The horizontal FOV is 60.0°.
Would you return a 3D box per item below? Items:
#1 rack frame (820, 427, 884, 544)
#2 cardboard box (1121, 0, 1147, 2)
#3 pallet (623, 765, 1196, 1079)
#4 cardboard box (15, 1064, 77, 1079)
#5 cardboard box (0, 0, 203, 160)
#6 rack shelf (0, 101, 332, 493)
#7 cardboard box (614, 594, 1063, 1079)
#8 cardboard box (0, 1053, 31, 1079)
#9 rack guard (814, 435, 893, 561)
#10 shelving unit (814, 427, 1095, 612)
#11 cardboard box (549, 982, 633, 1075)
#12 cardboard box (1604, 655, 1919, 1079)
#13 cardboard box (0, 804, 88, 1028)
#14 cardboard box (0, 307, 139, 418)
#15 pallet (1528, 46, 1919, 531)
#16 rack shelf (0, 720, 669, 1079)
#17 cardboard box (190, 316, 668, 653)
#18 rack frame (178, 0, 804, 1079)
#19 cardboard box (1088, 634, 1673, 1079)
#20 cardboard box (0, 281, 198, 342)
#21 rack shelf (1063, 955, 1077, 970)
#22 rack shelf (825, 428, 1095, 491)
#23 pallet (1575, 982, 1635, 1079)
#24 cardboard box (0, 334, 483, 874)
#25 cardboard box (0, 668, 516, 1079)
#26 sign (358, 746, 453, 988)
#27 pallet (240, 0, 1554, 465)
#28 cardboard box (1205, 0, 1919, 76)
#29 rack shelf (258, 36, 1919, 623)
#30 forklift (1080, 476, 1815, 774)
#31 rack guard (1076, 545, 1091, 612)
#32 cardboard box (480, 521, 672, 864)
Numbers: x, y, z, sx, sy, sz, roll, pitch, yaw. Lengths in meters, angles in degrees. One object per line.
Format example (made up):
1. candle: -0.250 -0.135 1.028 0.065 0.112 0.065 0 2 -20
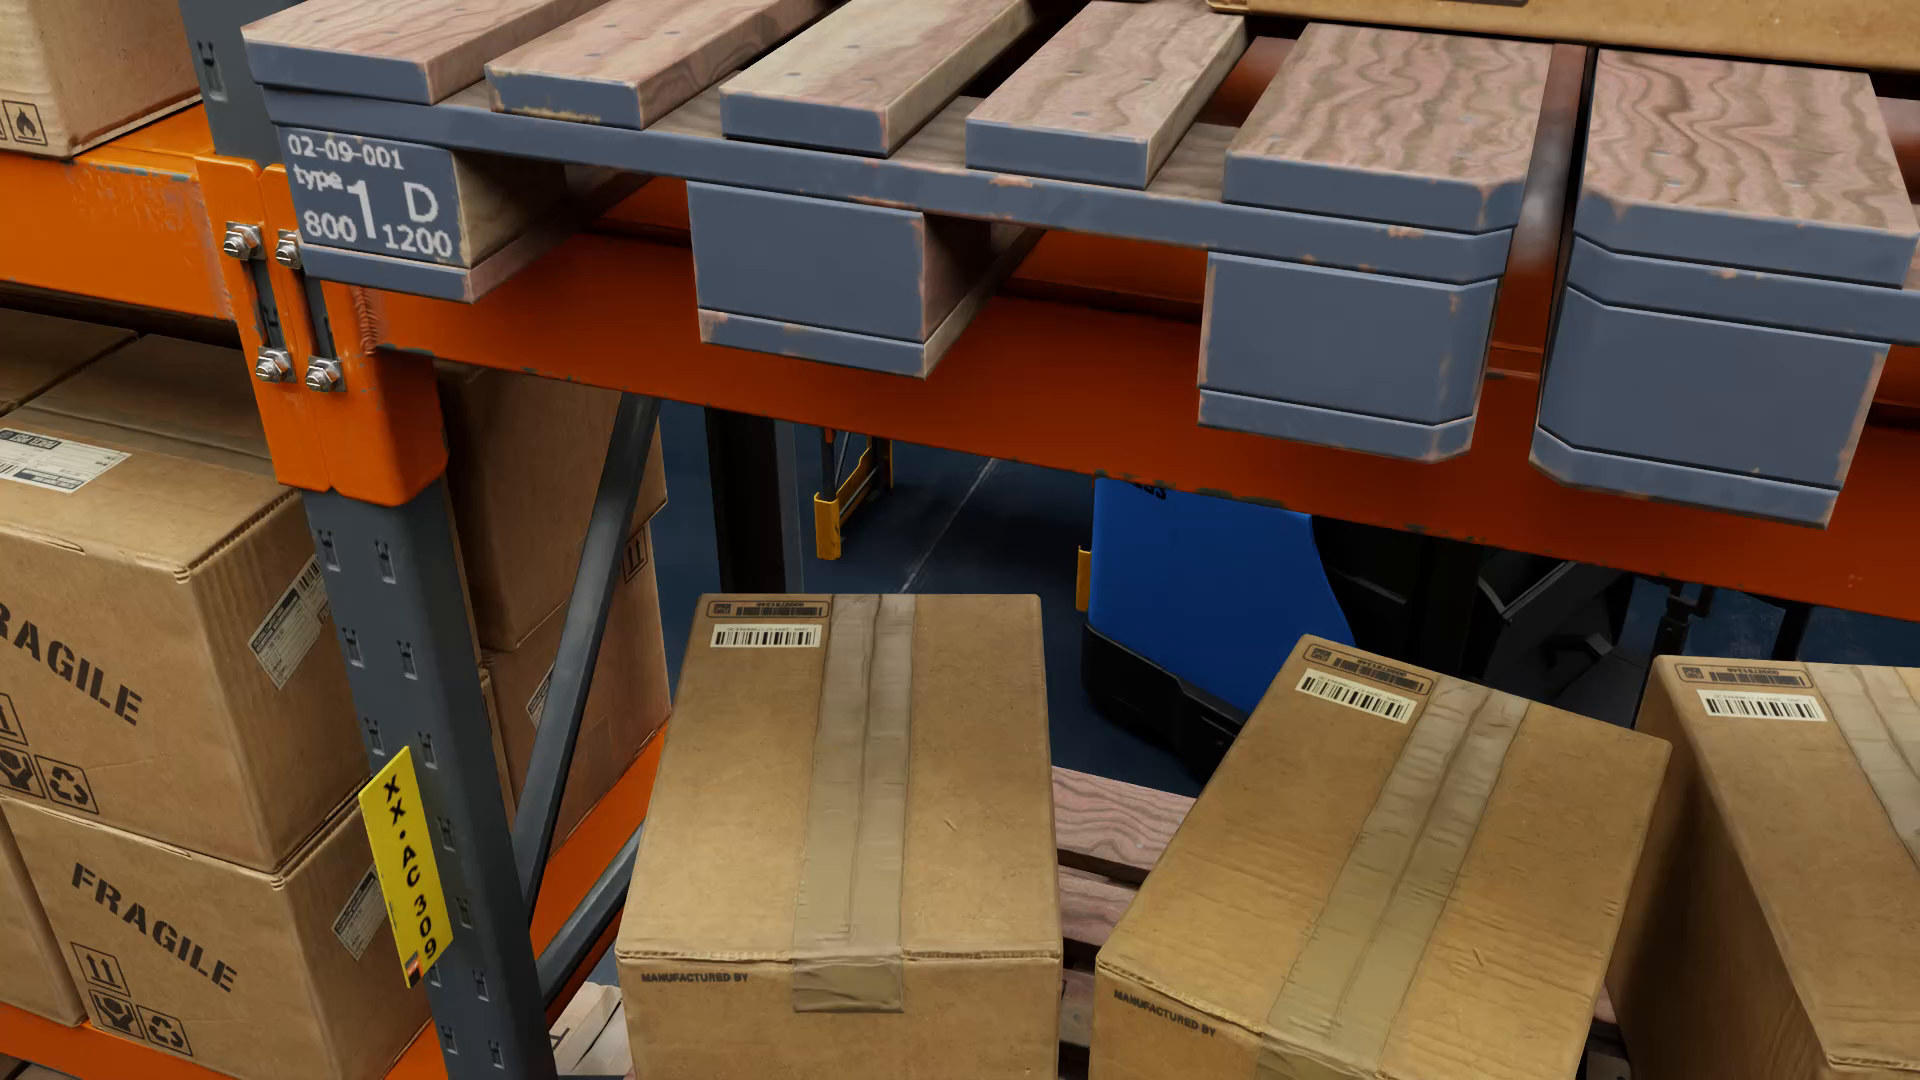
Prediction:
1. rack frame: -0.398 -0.707 5.963 0.032 1.500 0.500 11 34 16
2. cardboard box: -0.055 -0.899 1.539 0.600 0.600 0.600 8 34 12
3. pallet: 0.211 0.775 2.461 1.213 0.211 1.003 11 34 16
4. cardboard box: -1.842 1.340 3.482 0.500 0.311 0.500 11 34 16
5. cardboard box: -1.052 -0.658 1.877 0.500 0.250 0.500 11 34 16
6. rack shelf: -2.387 -0.832 2.671 4.000 0.370 1.077 11 34 16
7. cardboard box: -0.134 0.475 2.270 0.500 0.500 0.700 0 33 0
8. cardboard box: -2.275 1.015 3.808 0.637 0.503 0.797 11 34 16
9. rack guard: -0.397 -0.182 6.302 0.087 0.250 0.587 11 34 16
10. shelving unit: 0.072 -0.616 5.822 1.083 1.500 0.587 11 34 16
11. cardboard box: -0.826 1.250 3.622 0.500 0.311 0.500 11 34 16
12. cardboard box: 1.180 0.566 2.129 0.500 0.500 0.700 3 33 4
13. cardboard box: -1.547 0.396 2.779 0.500 0.500 0.500 12 35 18
14. cardboard box: -1.551 -0.023 2.506 0.500 0.500 0.500 10 34 16
15. pallet: 1.063 -0.346 1.428 1.003 0.211 1.213 11 34 16
16. rack shelf: -2.387 0.428 3.484 4.000 0.370 1.077 11 34 16
17. cardboard box: -0.853 -0.200 2.780 0.500 0.500 0.500 12 35 18
18. rack frame: -0.505 0.494 2.720 0.053 2.616 0.949 11 34 16
19. cardboard box: 0.535 0.568 2.125 0.500 0.500 0.700 17 36 24
20. cardboard box: -1.339 -0.294 2.926 0.500 0.500 0.500 10 34 15
21. rack shelf: 1.379 1.160 2.350 4.000 0.370 1.077 11 34 16
22. rack shelf: 0.080 -0.463 5.917 1.000 0.185 0.538 11 34 16
23. pallet: 1.429 0.951 2.188 1.213 0.211 1.003 11 34 16
24. cardboard box: -1.068 0.070 2.362 0.500 0.500 0.500 11 34 17
25. cardboard box: -1.061 0.490 2.634 0.500 0.500 0.500 12 35 17
26. sign: -0.680 0.407 2.056 0.005 0.325 0.100 11 34 16
27. pallet: 0.086 -0.534 1.719 1.003 0.211 1.213 11 34 16
28. cardboard box: 0.582 -0.788 1.368 0.600 0.600 0.600 11 34 16
29. rack shelf: 1.379 -0.100 1.537 4.000 0.370 1.077 11 34 16
30. forklift: 1.786 -0.337 4.069 1.130 2.935 3.031 -28 42 -36
31. rack guard: 0.541 0.000 6.019 0.087 0.250 0.587 11 34 16
32. cardboard box: -0.892 0.218 3.055 0.500 0.500 0.500 12 35 18
